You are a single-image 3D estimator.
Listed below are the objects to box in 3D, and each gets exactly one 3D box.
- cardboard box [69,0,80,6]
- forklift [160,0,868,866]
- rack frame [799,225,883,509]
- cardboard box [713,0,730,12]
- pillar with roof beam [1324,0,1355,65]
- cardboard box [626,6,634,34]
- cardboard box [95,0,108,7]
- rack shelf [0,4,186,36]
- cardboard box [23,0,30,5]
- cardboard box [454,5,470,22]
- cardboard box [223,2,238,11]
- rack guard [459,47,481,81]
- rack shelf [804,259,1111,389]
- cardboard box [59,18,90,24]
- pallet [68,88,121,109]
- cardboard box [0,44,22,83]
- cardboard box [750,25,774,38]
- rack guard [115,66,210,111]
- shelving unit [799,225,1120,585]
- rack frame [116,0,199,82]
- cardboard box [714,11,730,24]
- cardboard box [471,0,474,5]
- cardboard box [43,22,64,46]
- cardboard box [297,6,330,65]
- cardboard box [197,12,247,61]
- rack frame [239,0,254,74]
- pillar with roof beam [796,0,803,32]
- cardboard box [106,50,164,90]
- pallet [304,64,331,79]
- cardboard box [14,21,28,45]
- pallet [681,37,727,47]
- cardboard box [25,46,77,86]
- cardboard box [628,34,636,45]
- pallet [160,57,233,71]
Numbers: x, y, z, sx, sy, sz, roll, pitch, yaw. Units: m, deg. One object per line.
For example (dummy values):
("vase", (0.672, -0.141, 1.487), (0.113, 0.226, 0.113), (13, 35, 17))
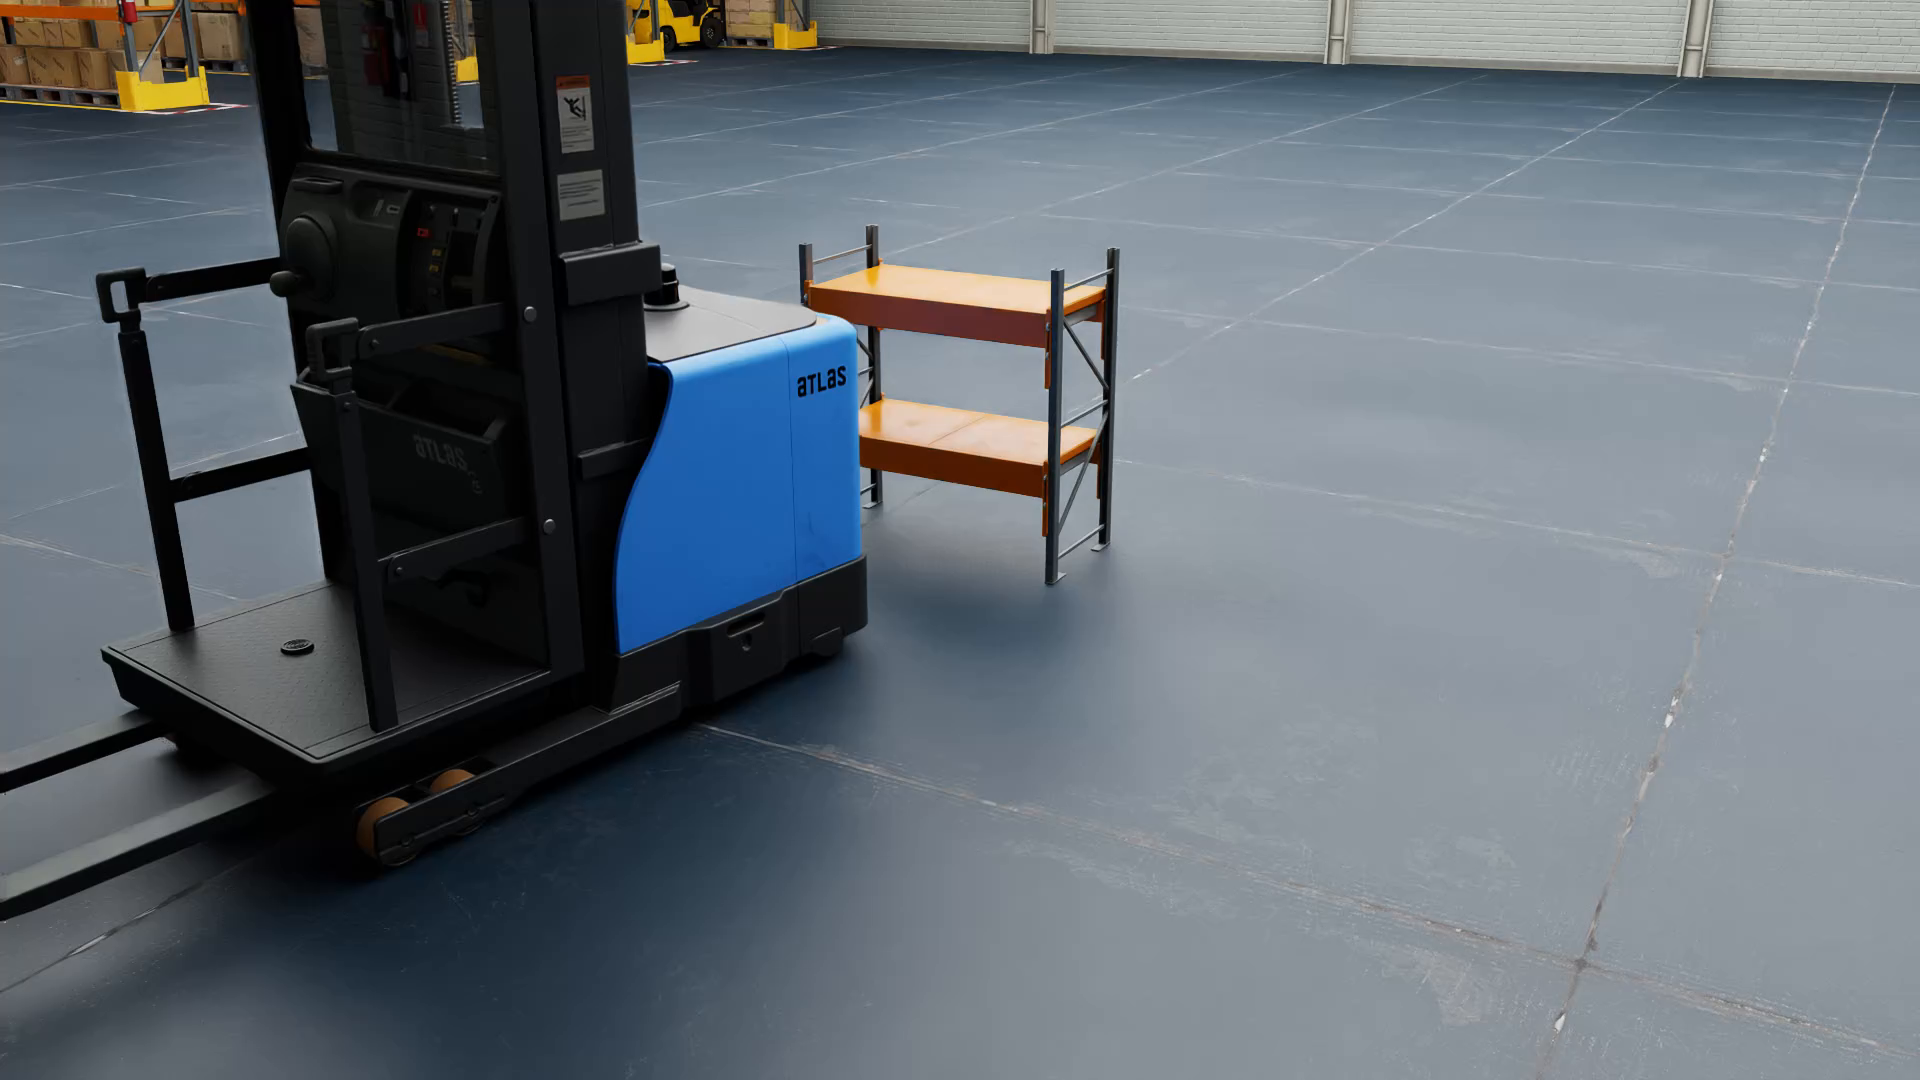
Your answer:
("cardboard box", (-11.718, -7.252, 22.326), (0.250, 0.149, 0.380), (11, 23, 27))
("forklift", (-1.619, -0.760, 4.161), (1.130, 2.935, 3.031), (15, 25, 36))
("rack frame", (-0.450, -0.614, 6.409), (0.032, 1.125, 0.500), (11, 23, 27))
("cardboard box", (-4.895, -11.221, 34.850), (0.500, 0.250, 0.500), (11, 23, 28))
("pillar with roof beam", (4.762, -11.625, 25.217), (0.400, 9.000, 9.100), (11, 23, 27))
("cardboard box", (-6.454, -9.697, 31.017), (0.500, 0.500, 0.500), (10, 22, 26))
("cardboard box", (-11.264, -7.179, 22.126), (0.250, 0.149, 0.380), (11, 23, 27))
("rack shelf", (-12.443, -7.264, 23.047), (4.000, 0.370, 1.077), (11, 23, 27))
("cardboard box", (-12.592, -7.418, 22.784), (0.250, 0.149, 0.380), (11, 23, 27))
("cardboard box", (-11.336, -12.144, 38.493), (0.500, 0.500, 0.500), (10, 22, 26))
("cardboard box", (-14.967, -11.187, 35.306), (0.875, 0.875, 0.875), (12, 23, 29))
("rack guard", (-8.169, -7.550, 26.447), (0.348, 0.500, 1.175), (11, 23, 27))
("rack shelf", (-0.006, -0.805, 6.077), (1.000, 0.278, 0.538), (11, 23, 27))
("cardboard box", (-15.899, -9.470, 30.024), (0.500, 0.250, 0.500), (10, 22, 26))
("pallet", (-11.455, -6.117, 22.919), (1.213, 0.211, 1.003), (11, 23, 27))
("cardboard box", (-13.859, -6.879, 23.979), (0.500, 0.500, 0.500), (10, 22, 26))
("cardboard box", (-4.011, -10.587, 34.569), (0.500, 0.250, 0.500), (11, 23, 28))
("rack guard", (-10.763, -6.107, 22.468), (0.348, 0.500, 1.175), (11, 23, 27))
("shelving unit", (-0.006, -0.530, 6.176), (1.048, 1.125, 0.538), (11, 23, 27))
("rack frame", (-10.697, -7.270, 22.007), (0.127, 3.000, 1.000), (11, 23, 27))
("cardboard box", (-4.917, -10.992, 34.952), (0.500, 0.250, 0.500), (10, 22, 26))
("cardboard box", (-10.985, -12.363, 38.146), (0.250, 0.149, 0.380), (10, 22, 25))
("cardboard box", (-16.327, -9.201, 30.382), (0.500, 0.500, 0.500), (12, 23, 29))
("cardboard box", (-10.378, -8.319, 27.400), (0.875, 0.875, 0.875), (11, 23, 28))
("cardboard box", (-12.268, -8.611, 28.388), (0.750, 0.750, 1.050), (11, 23, 27))
("rack frame", (-11.682, -9.395, 27.865), (0.127, 3.000, 1.000), (11, 23, 27))
("pillar with roof beam", (-5.714, -13.621, 30.718), (0.400, 9.000, 9.100), (11, 23, 27))
("cardboard box", (-11.234, -6.401, 22.662), (0.500, 0.500, 0.500), (16, 25, 37))
("pallet", (-9.987, -7.731, 27.369), (1.213, 0.211, 1.003), (11, 23, 27))
("cardboard box", (-17.224, -9.375, 30.861), (0.500, 0.500, 0.500), (11, 23, 28))
("pallet", (-5.195, -10.705, 35.567), (1.213, 0.211, 1.003), (11, 23, 27))
("cardboard box", (-12.775, -6.706, 23.503), (0.500, 0.500, 0.500), (9, 22, 23))
("cardboard box", (-6.433, -9.341, 31.134), (0.500, 0.250, 0.500), (11, 22, 27))
("pallet", (-13.461, -8.392, 29.191), (1.213, 0.211, 1.003), (11, 23, 27))
